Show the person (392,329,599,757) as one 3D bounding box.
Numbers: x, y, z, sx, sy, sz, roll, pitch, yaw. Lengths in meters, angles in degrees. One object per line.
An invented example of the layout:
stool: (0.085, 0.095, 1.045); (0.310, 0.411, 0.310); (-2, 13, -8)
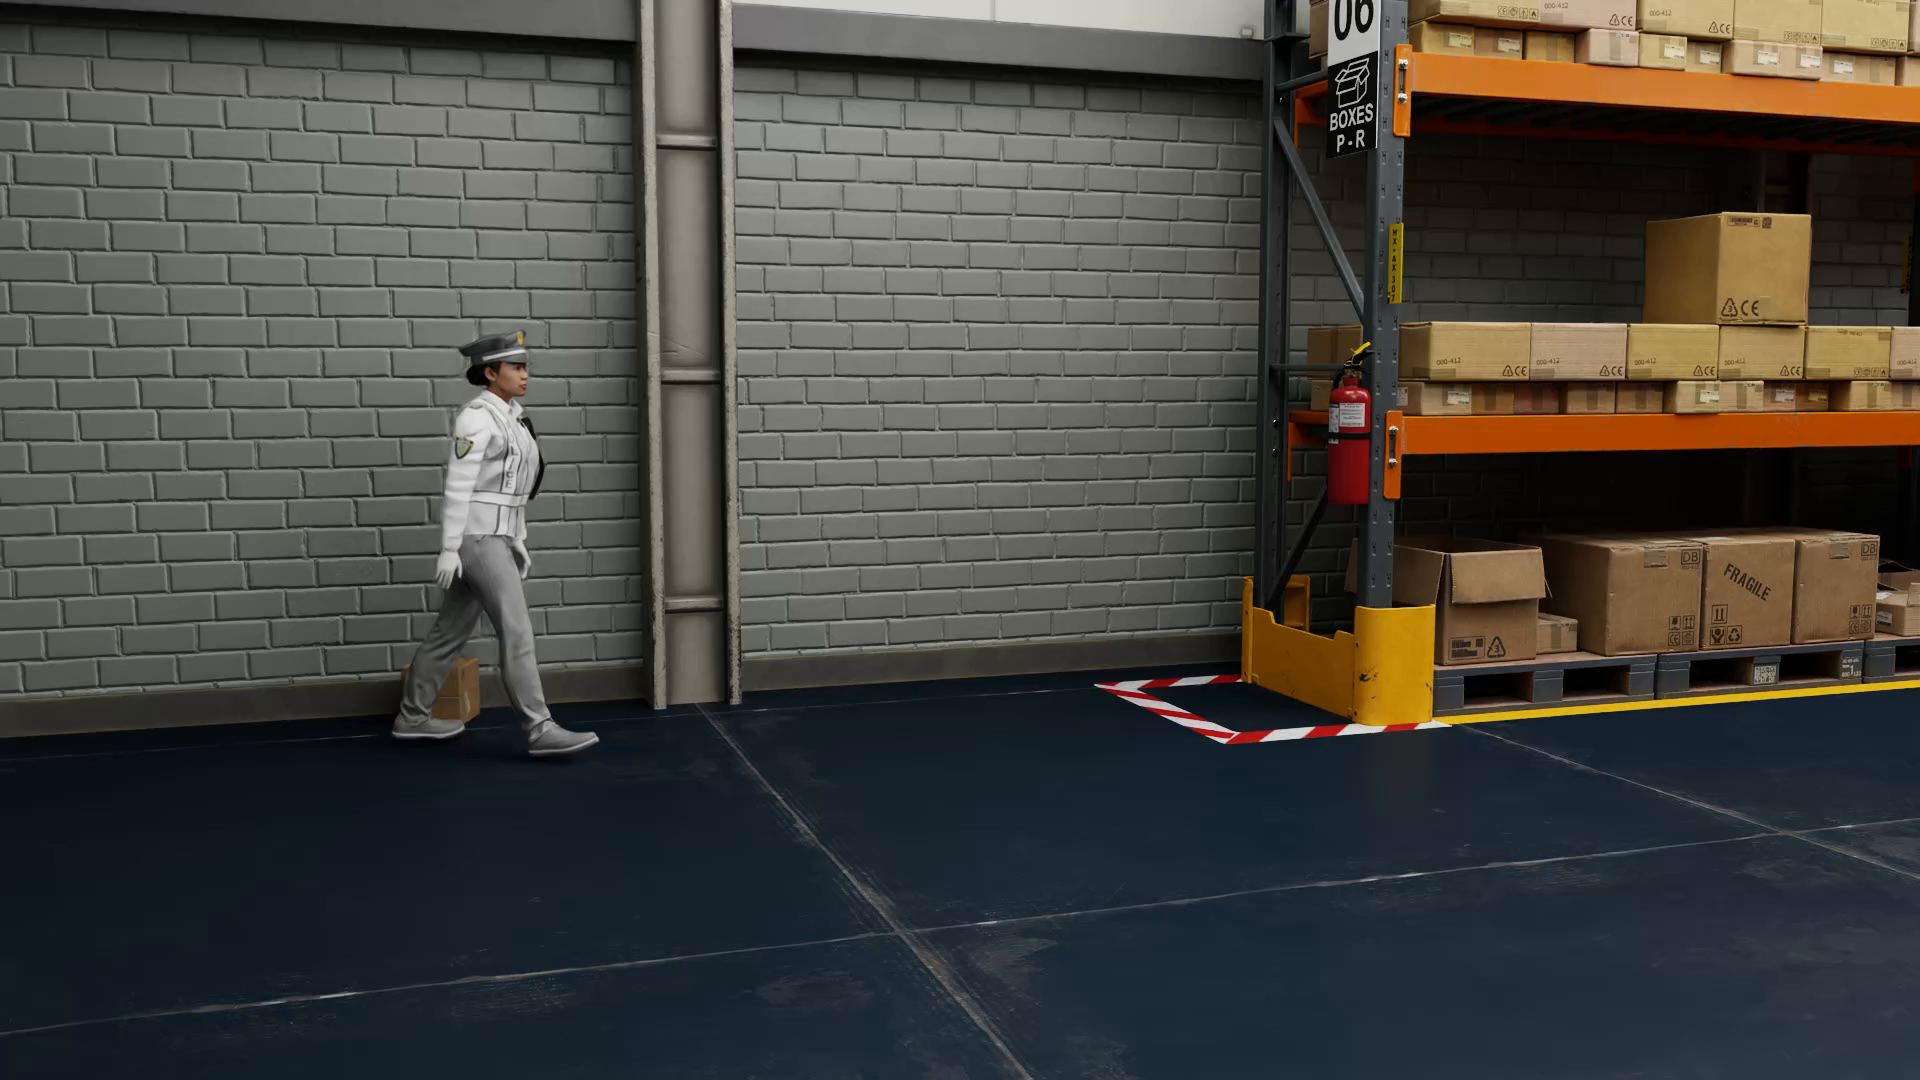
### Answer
person: (-1.824, 0.002, 6.490); (0.856, 1.640, 0.501); (0, 6, -2)
